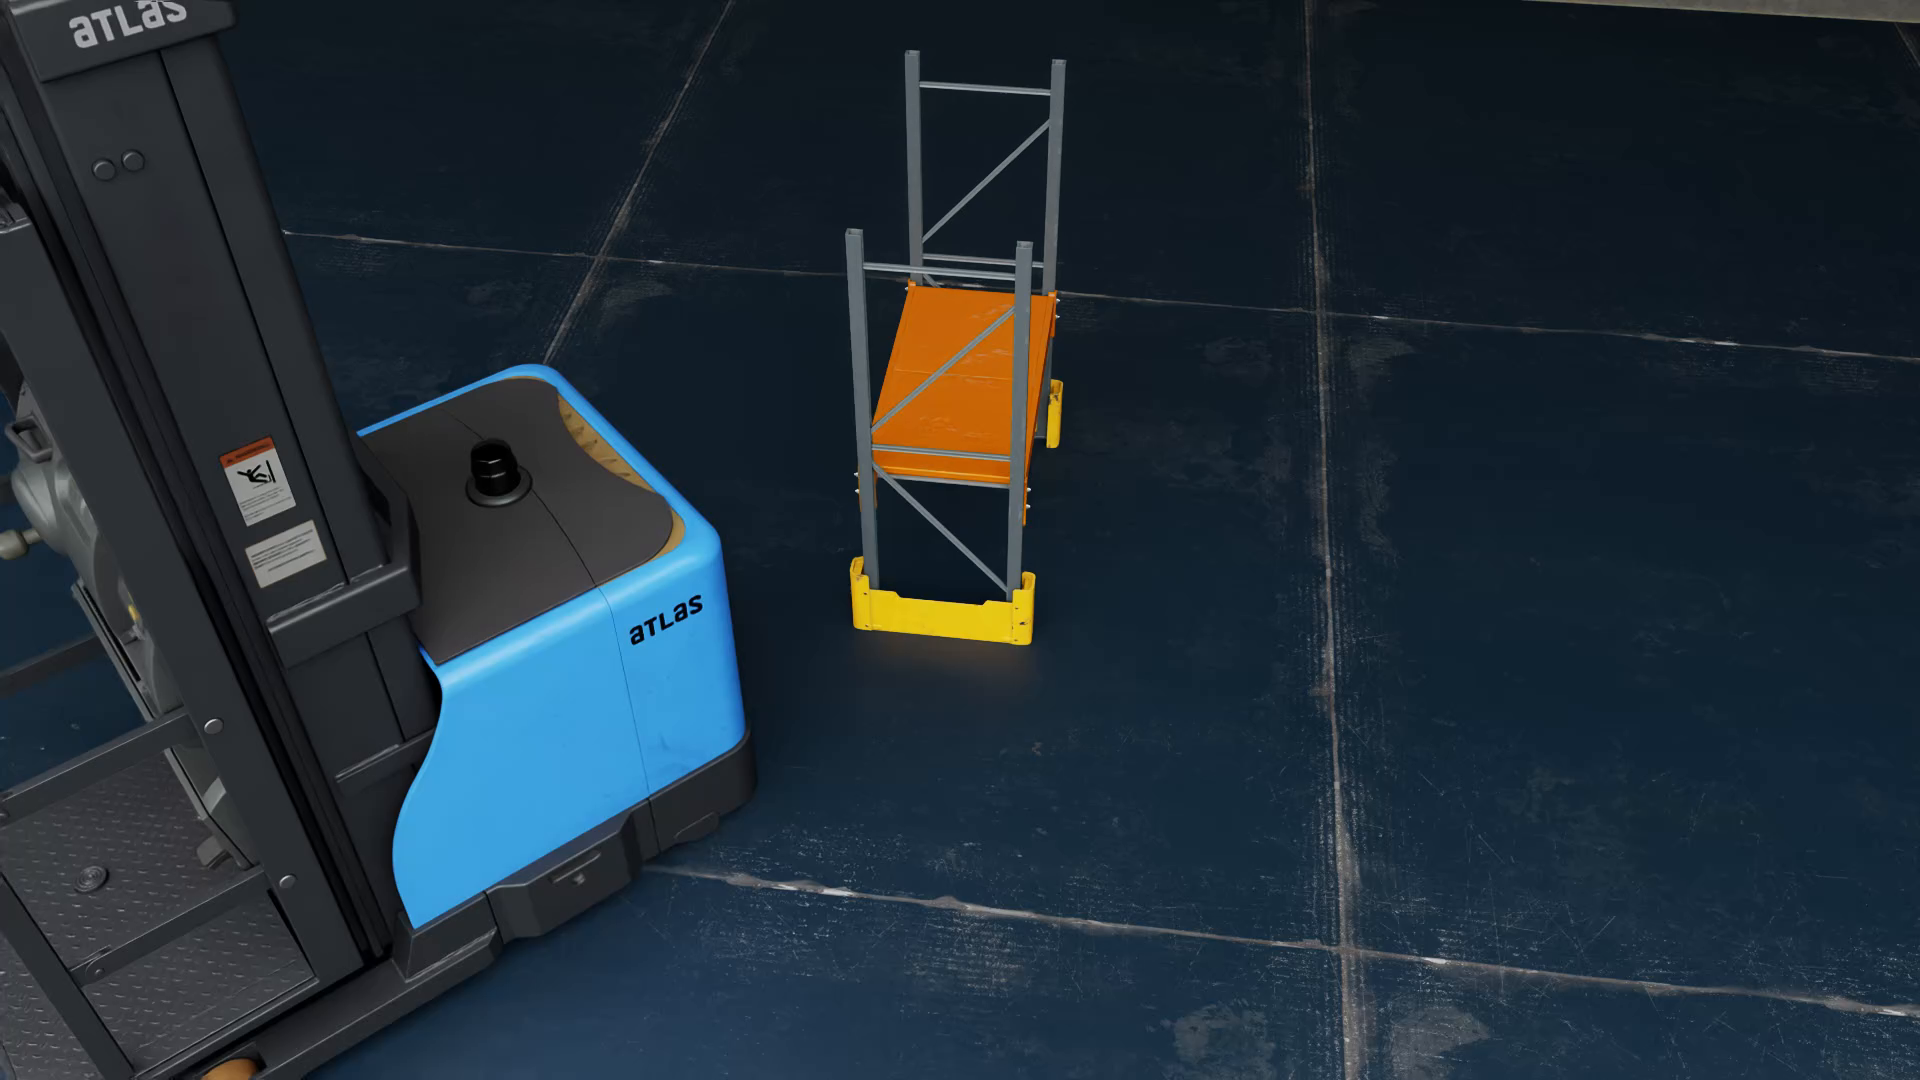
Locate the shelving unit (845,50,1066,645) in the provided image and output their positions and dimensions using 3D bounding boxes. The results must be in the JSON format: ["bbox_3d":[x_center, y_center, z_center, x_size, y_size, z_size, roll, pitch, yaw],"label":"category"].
[{"bbox_3d":[0.010,-0.597,5.289,0.587,1.500,1.083,5,44,6],"label":"shelving unit"}]

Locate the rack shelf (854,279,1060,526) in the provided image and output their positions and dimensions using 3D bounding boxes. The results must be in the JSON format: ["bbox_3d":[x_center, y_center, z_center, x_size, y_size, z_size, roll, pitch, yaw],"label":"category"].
[{"bbox_3d":[0.011,-0.472,5.419,0.538,0.185,1.000,5,44,6],"label":"rack shelf"}]

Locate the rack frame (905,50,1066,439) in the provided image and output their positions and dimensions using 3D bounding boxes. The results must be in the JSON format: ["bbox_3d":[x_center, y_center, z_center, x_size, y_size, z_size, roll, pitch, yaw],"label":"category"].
[{"bbox_3d":[0.078,-0.949,5.662,0.500,1.500,0.032,5,44,6],"label":"rack frame"}]

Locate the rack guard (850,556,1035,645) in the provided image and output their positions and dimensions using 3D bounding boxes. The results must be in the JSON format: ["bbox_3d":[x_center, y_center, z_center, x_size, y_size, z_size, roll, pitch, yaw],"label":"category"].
[{"bbox_3d":[-0.056,0.197,5.360,0.587,0.250,0.087,5,44,6],"label":"rack guard"}]

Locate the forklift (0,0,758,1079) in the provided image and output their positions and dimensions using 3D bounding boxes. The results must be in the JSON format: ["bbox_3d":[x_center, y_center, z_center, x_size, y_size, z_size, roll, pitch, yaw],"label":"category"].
[{"bbox_3d":[-2.066,0.074,3.540,3.031,2.935,1.130,-28,50,-27],"label":"forklift"}]

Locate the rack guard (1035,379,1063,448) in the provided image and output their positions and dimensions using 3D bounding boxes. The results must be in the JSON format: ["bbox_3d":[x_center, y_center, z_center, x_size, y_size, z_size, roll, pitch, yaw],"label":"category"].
[{"bbox_3d":[0.076,-0.482,6.077,0.587,0.250,0.087,5,44,6],"label":"rack guard"}]

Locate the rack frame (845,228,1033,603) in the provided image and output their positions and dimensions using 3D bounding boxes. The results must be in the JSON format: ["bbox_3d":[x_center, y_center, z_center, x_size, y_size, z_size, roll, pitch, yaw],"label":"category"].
[{"bbox_3d":[-0.056,-0.256,4.930,0.500,1.500,0.032,5,44,6],"label":"rack frame"}]
